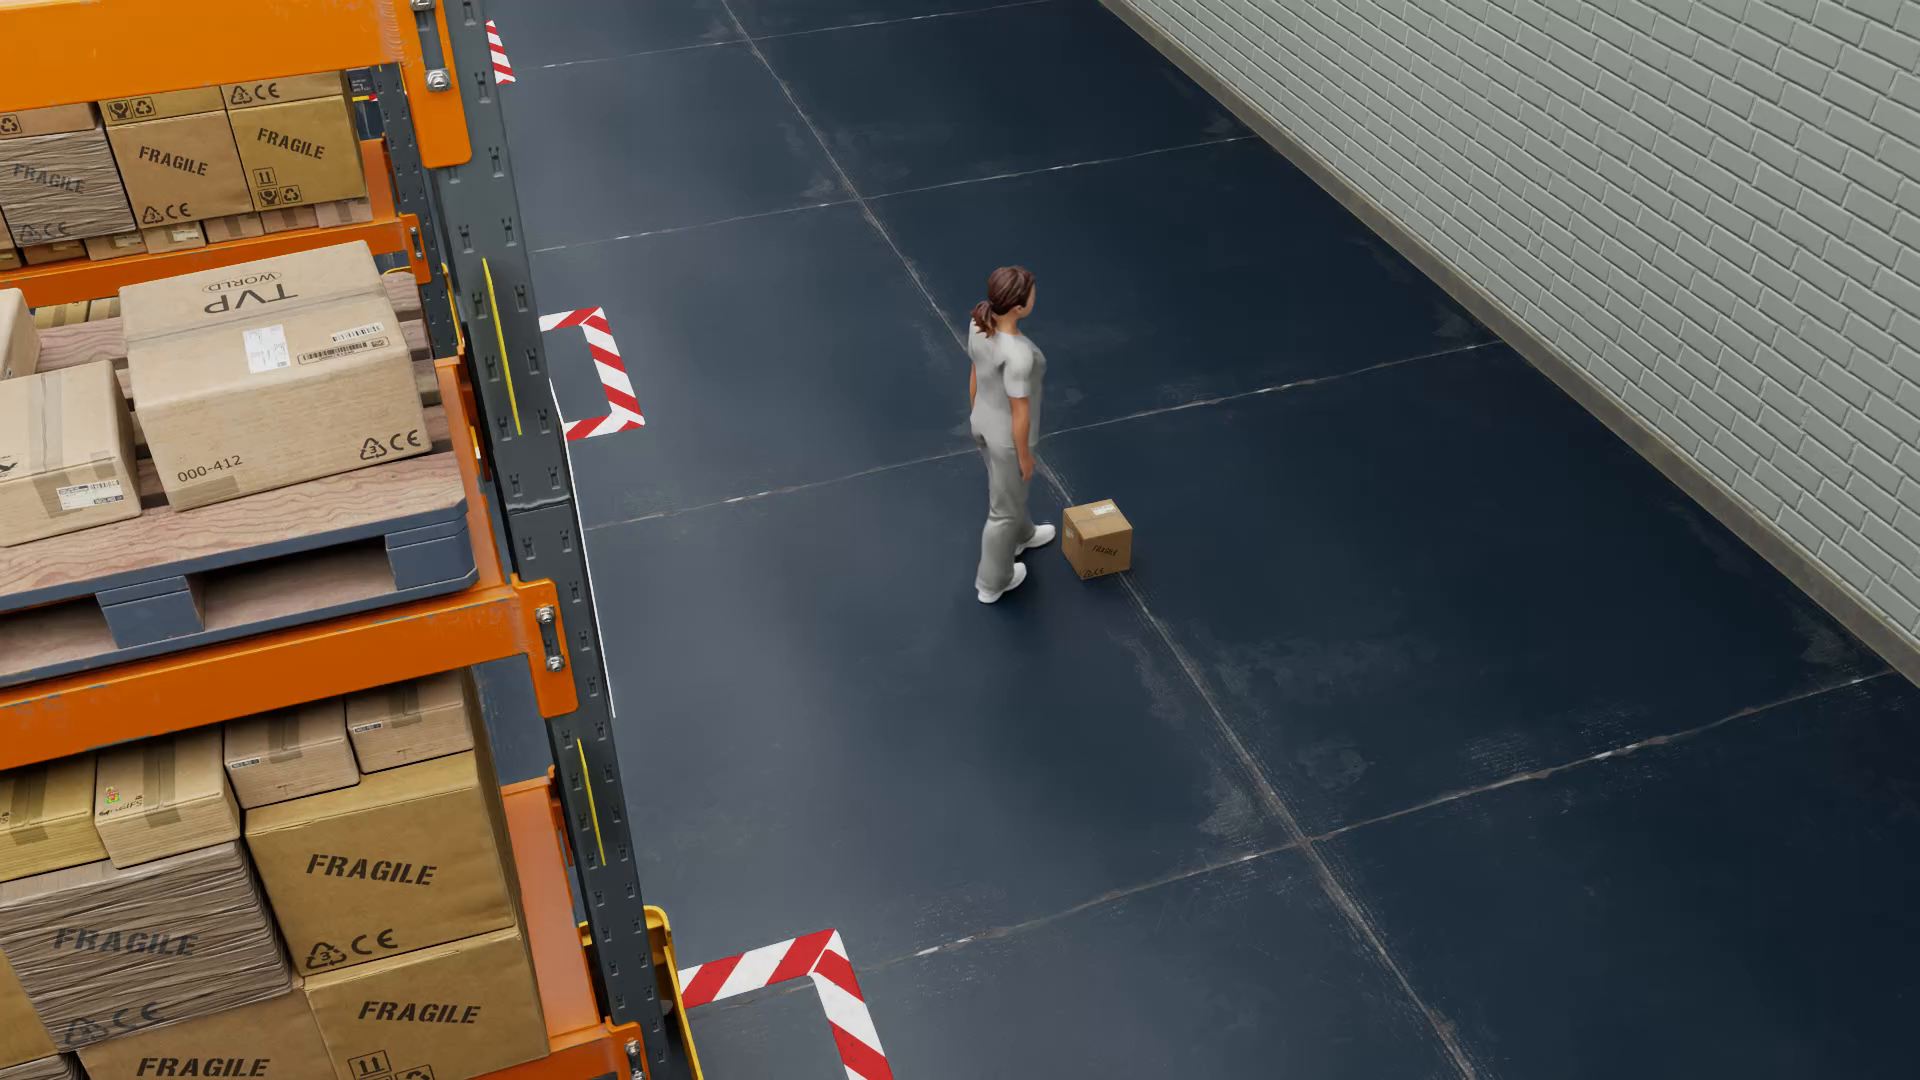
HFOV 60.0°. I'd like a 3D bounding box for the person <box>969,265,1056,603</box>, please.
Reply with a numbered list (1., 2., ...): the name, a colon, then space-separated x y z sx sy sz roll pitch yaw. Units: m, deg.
1. person: 0.290 -0.502 7.418 0.576 1.670 0.459 -19 42 -23
